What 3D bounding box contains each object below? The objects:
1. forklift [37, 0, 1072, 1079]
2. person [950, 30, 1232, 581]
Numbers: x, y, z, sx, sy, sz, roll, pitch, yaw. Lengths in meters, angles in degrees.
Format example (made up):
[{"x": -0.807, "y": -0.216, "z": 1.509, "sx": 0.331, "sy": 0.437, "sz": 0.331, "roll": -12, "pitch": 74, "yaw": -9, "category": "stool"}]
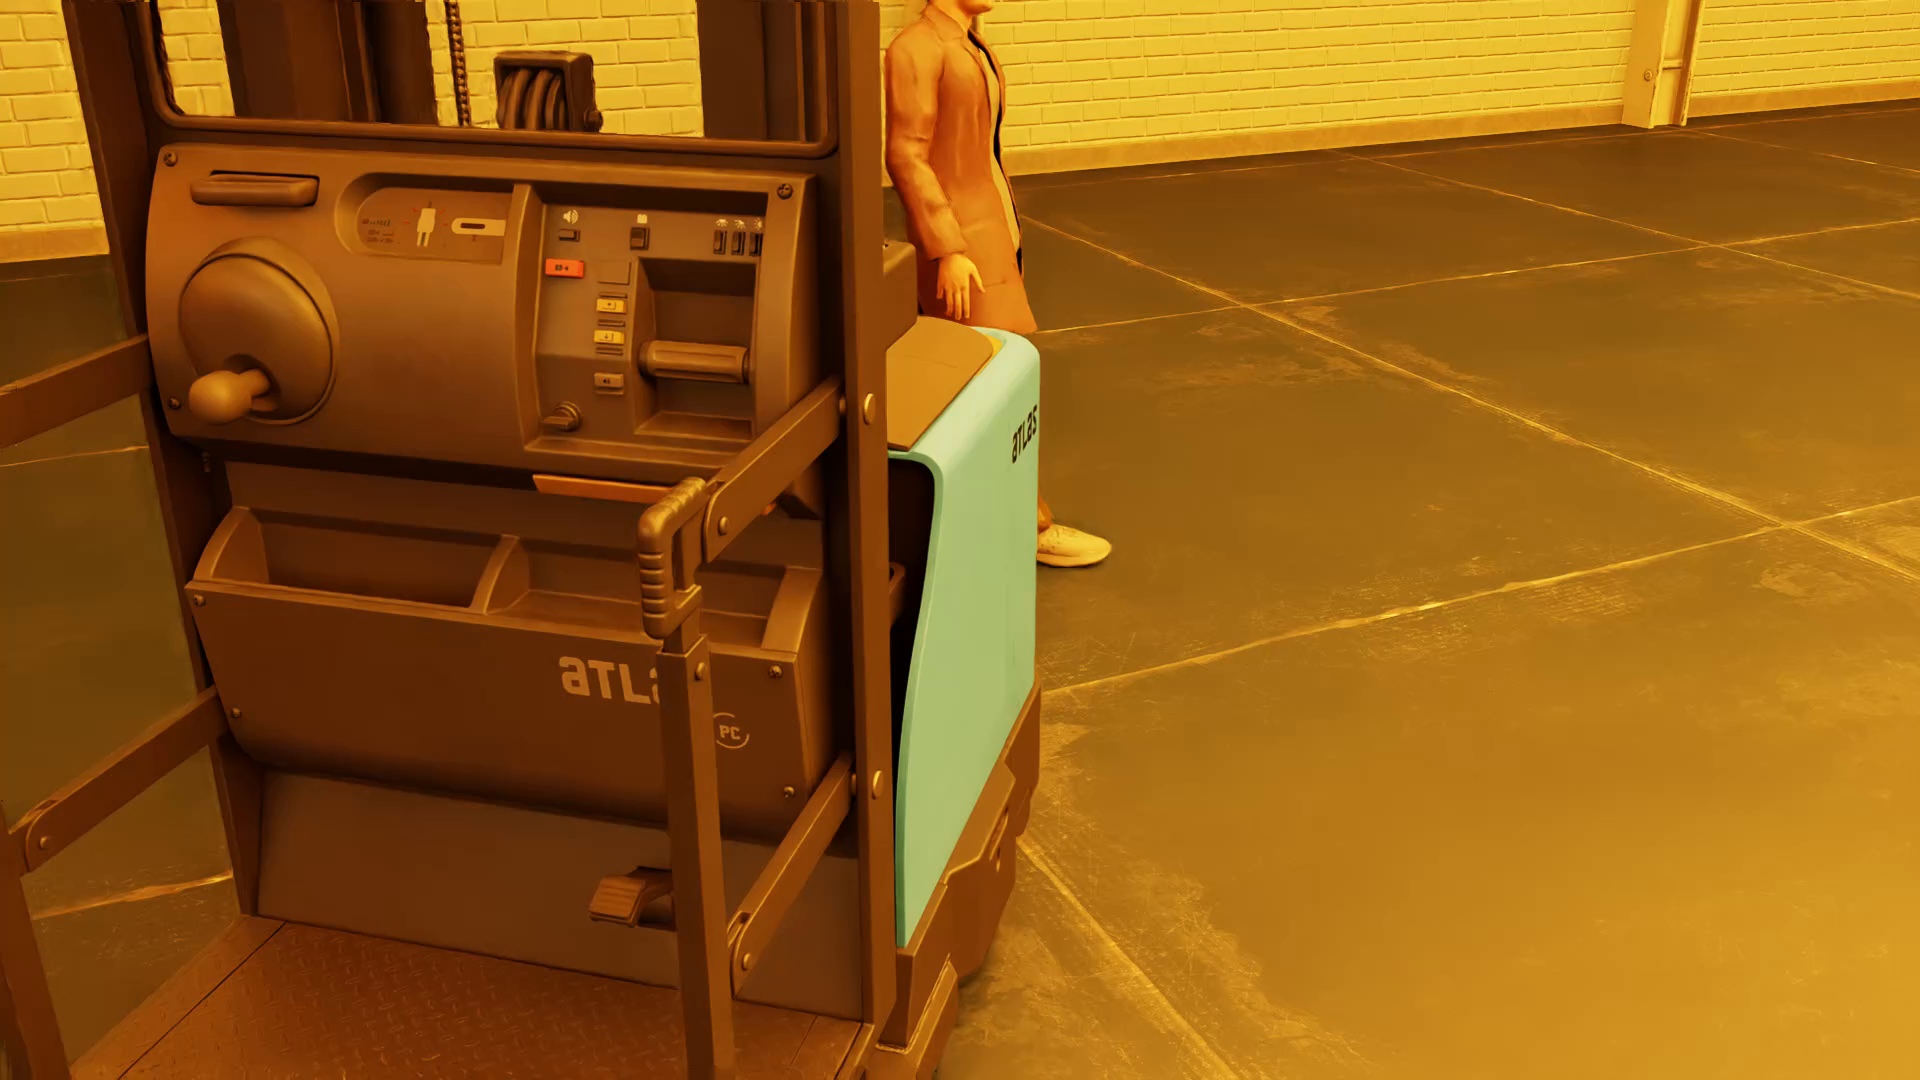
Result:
[{"x": -0.615, "y": -0.406, "z": 2.262, "sx": 1.130, "sy": 2.935, "sz": 3.031, "roll": 6, "pitch": 23, "yaw": 14, "category": "forklift"}, {"x": 0.374, "y": -0.678, "z": 4.858, "sx": 0.926, "sy": 1.573, "sz": 0.843, "roll": -11, "pitch": 25, "yaw": -24, "category": "person"}]
